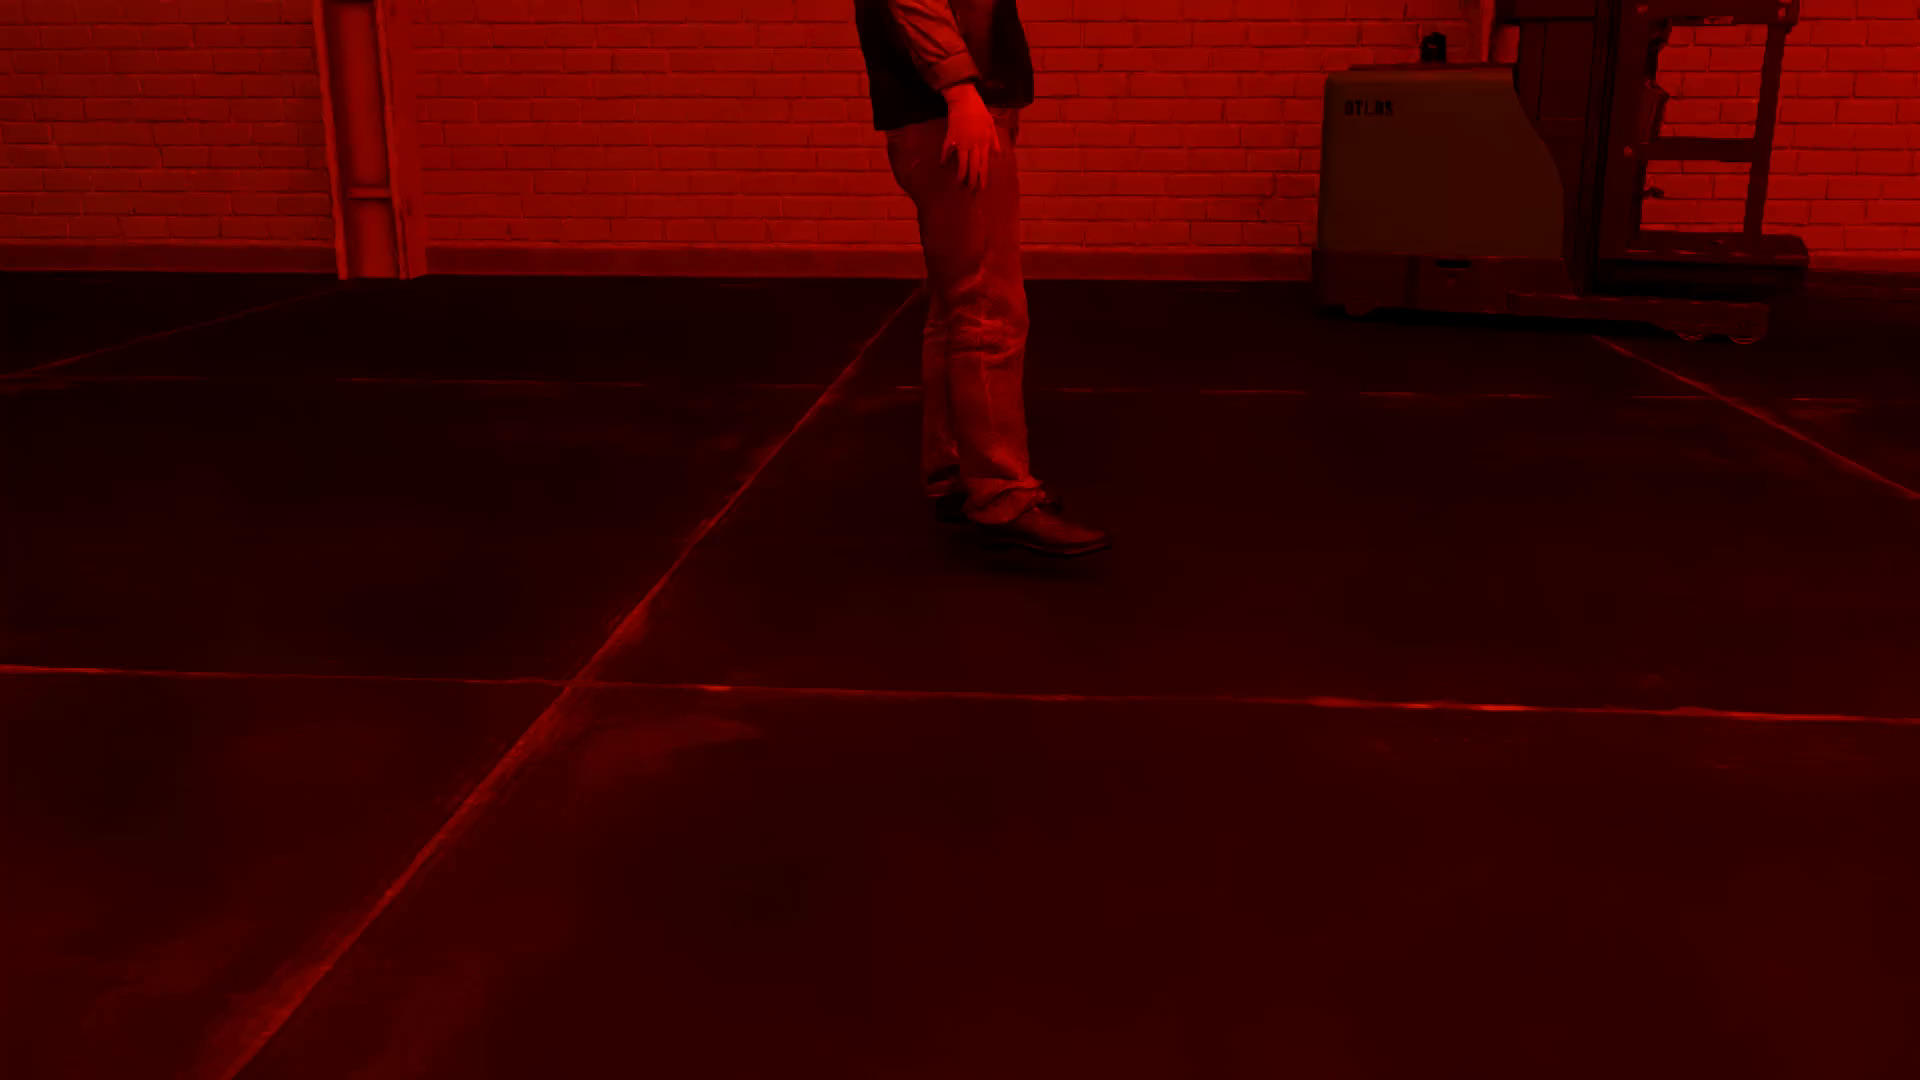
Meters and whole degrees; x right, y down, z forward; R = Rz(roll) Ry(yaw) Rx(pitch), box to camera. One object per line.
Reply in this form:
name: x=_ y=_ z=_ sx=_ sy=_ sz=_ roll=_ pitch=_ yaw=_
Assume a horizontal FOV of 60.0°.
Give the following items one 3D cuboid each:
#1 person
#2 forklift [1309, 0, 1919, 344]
person: x=0.062 y=-0.838 z=3.573 sx=0.567 sy=1.648 sz=0.632 roll=1 pitch=15 yaw=4
forklift: x=3.135 y=-2.364 z=6.923 sx=3.031 sy=2.935 sz=1.130 roll=7 pitch=17 yaw=23
